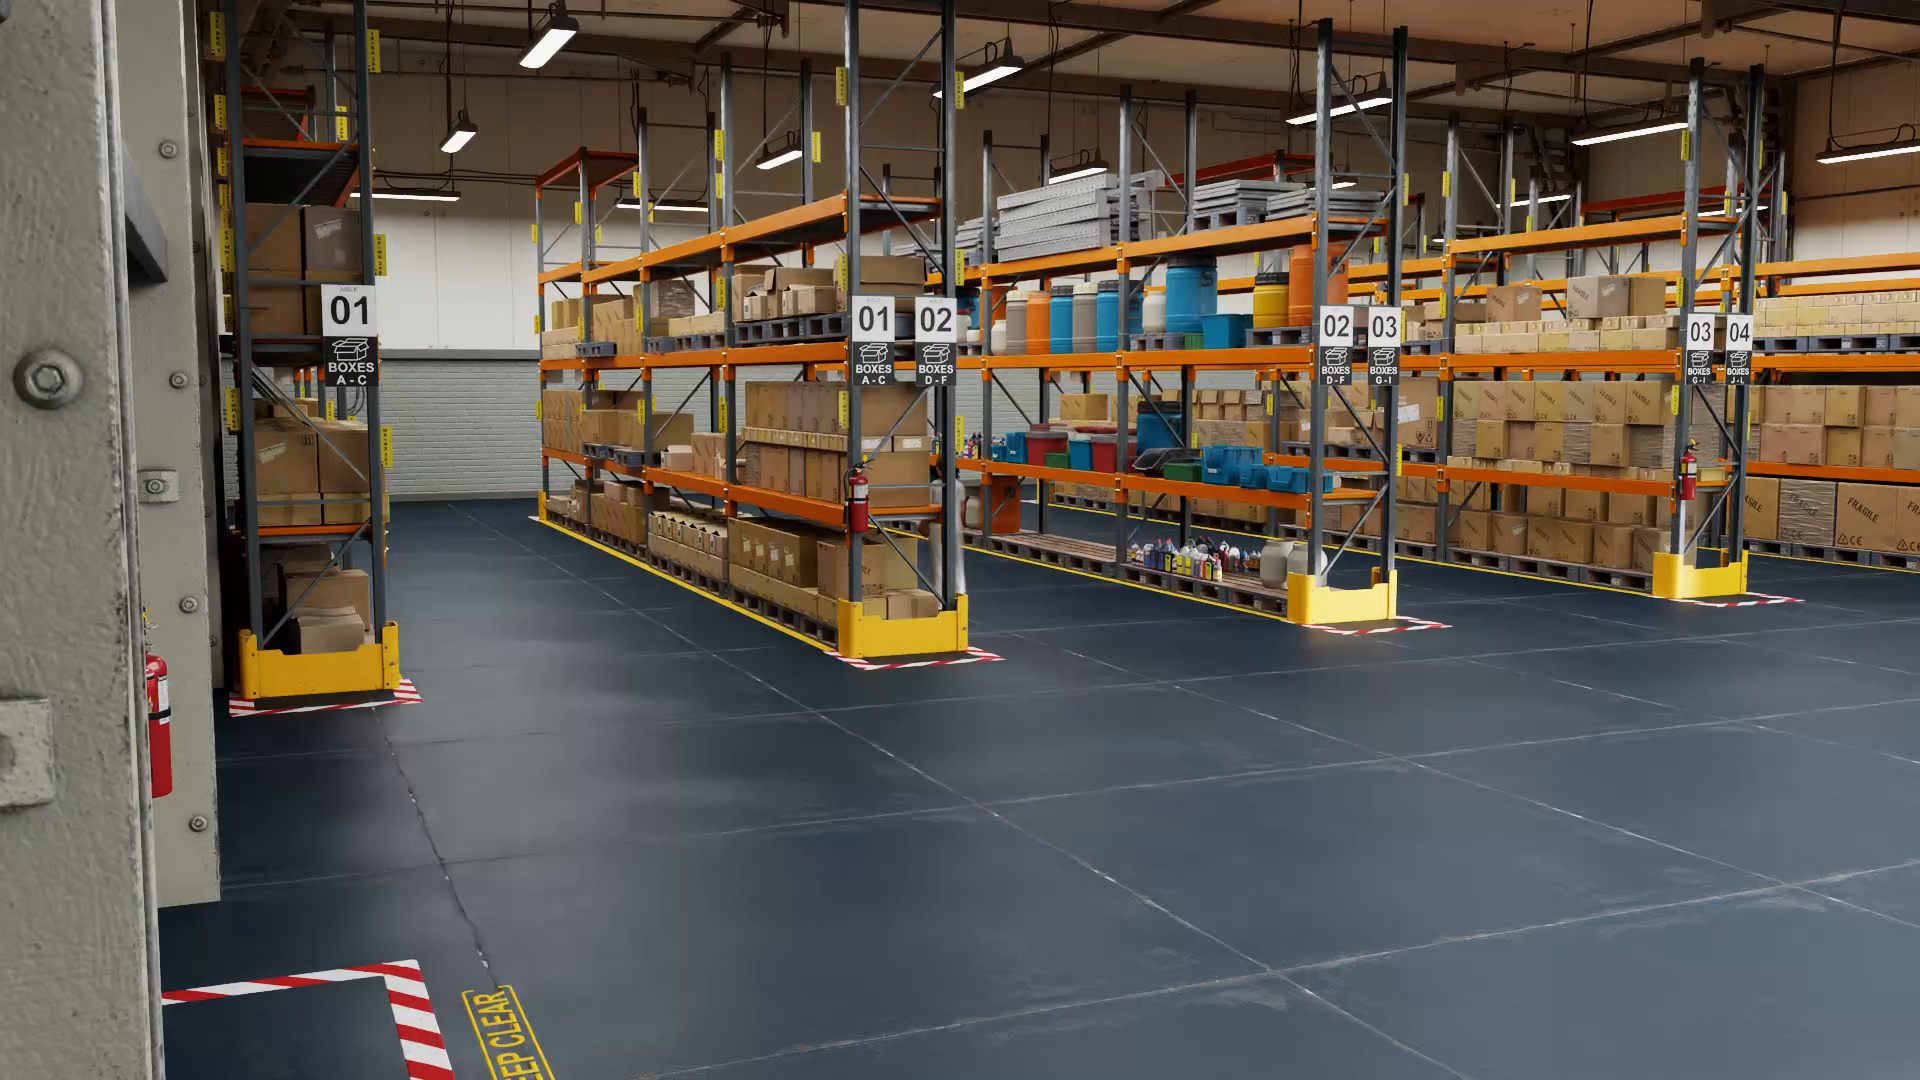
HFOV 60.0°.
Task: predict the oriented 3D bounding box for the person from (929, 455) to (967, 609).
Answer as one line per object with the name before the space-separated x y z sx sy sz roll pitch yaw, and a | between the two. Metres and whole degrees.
person | -0.152 -0.094 17.938 0.465 1.677 0.525 0 5 -3
